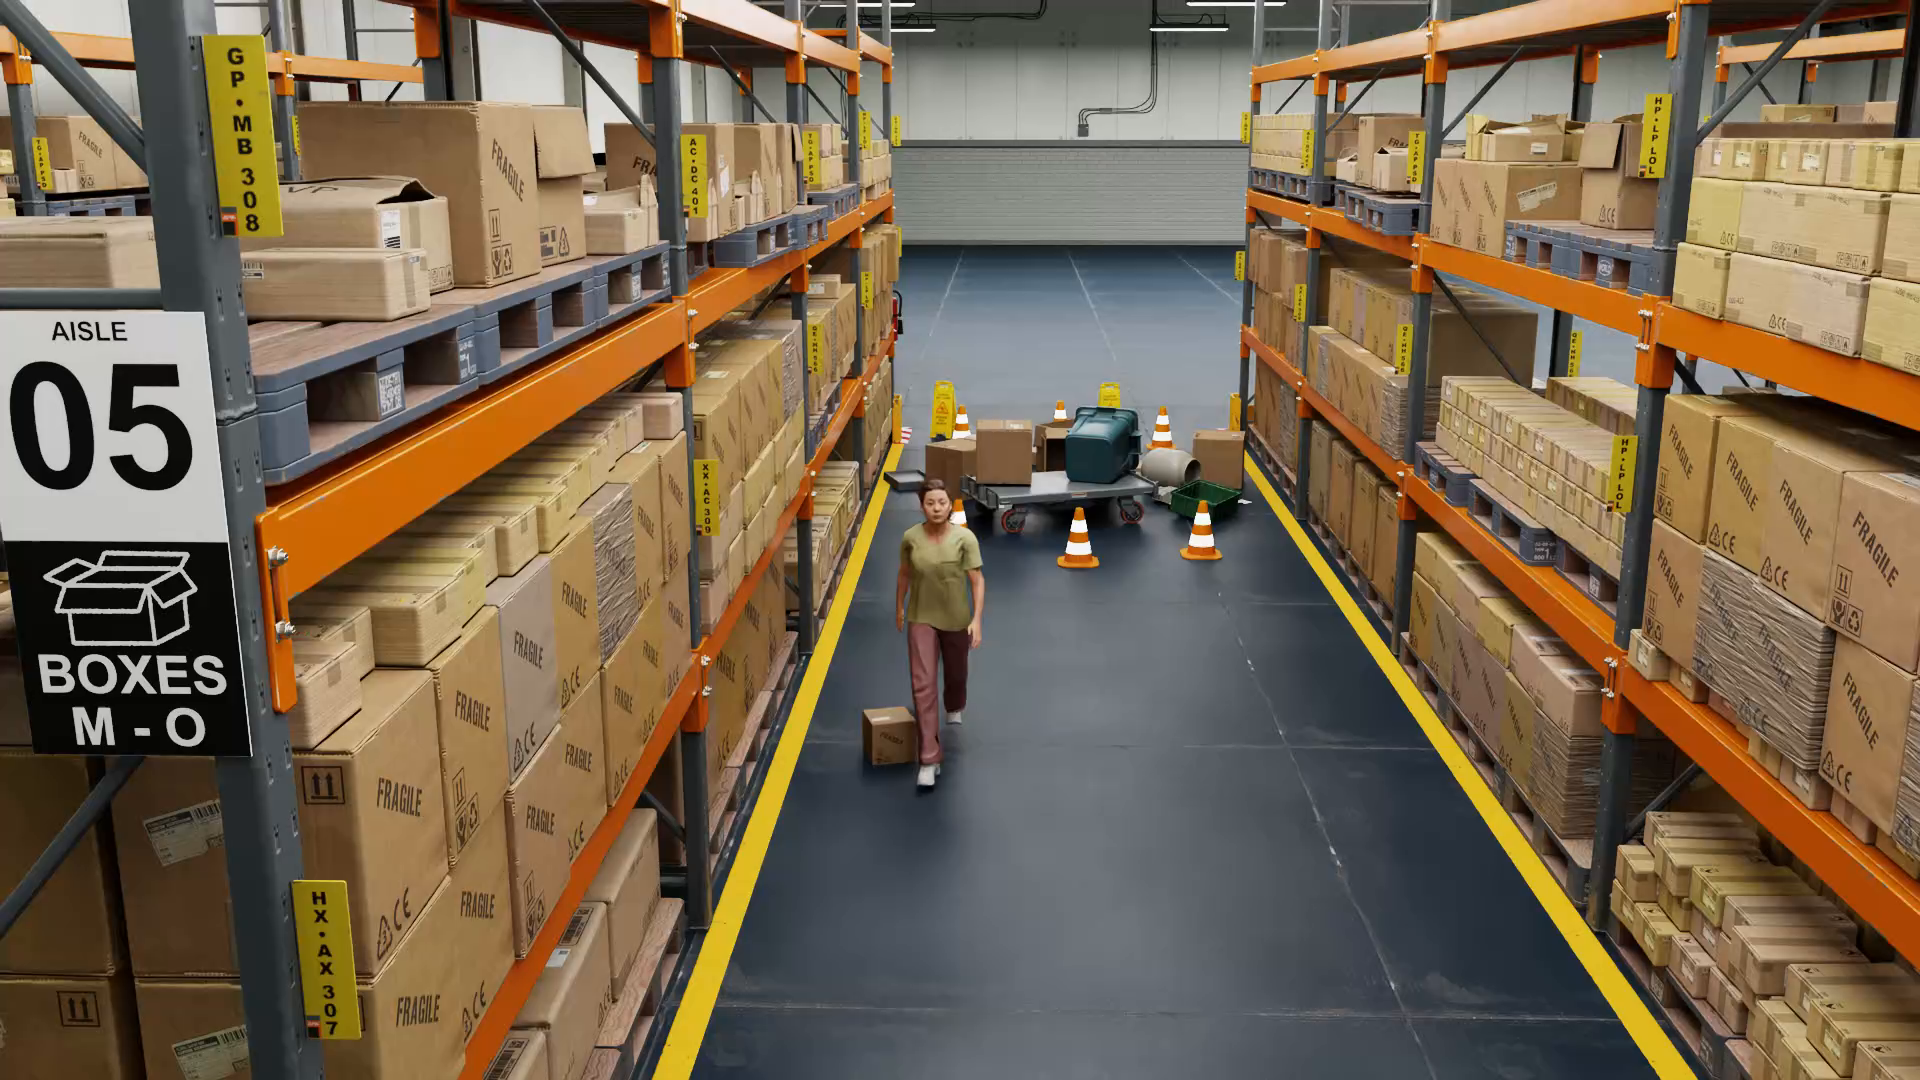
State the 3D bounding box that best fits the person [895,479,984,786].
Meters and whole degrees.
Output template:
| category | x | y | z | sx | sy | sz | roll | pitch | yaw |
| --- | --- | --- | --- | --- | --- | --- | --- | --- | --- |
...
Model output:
| category | x | y | z | sx | sy | sz | roll | pitch | yaw |
| --- | --- | --- | --- | --- | --- | --- | --- | --- | --- |
| person | -0.118 | 0.443 | 9.285 | 0.508 | 1.610 | 1.099 | 0 | 14 | 1 |
